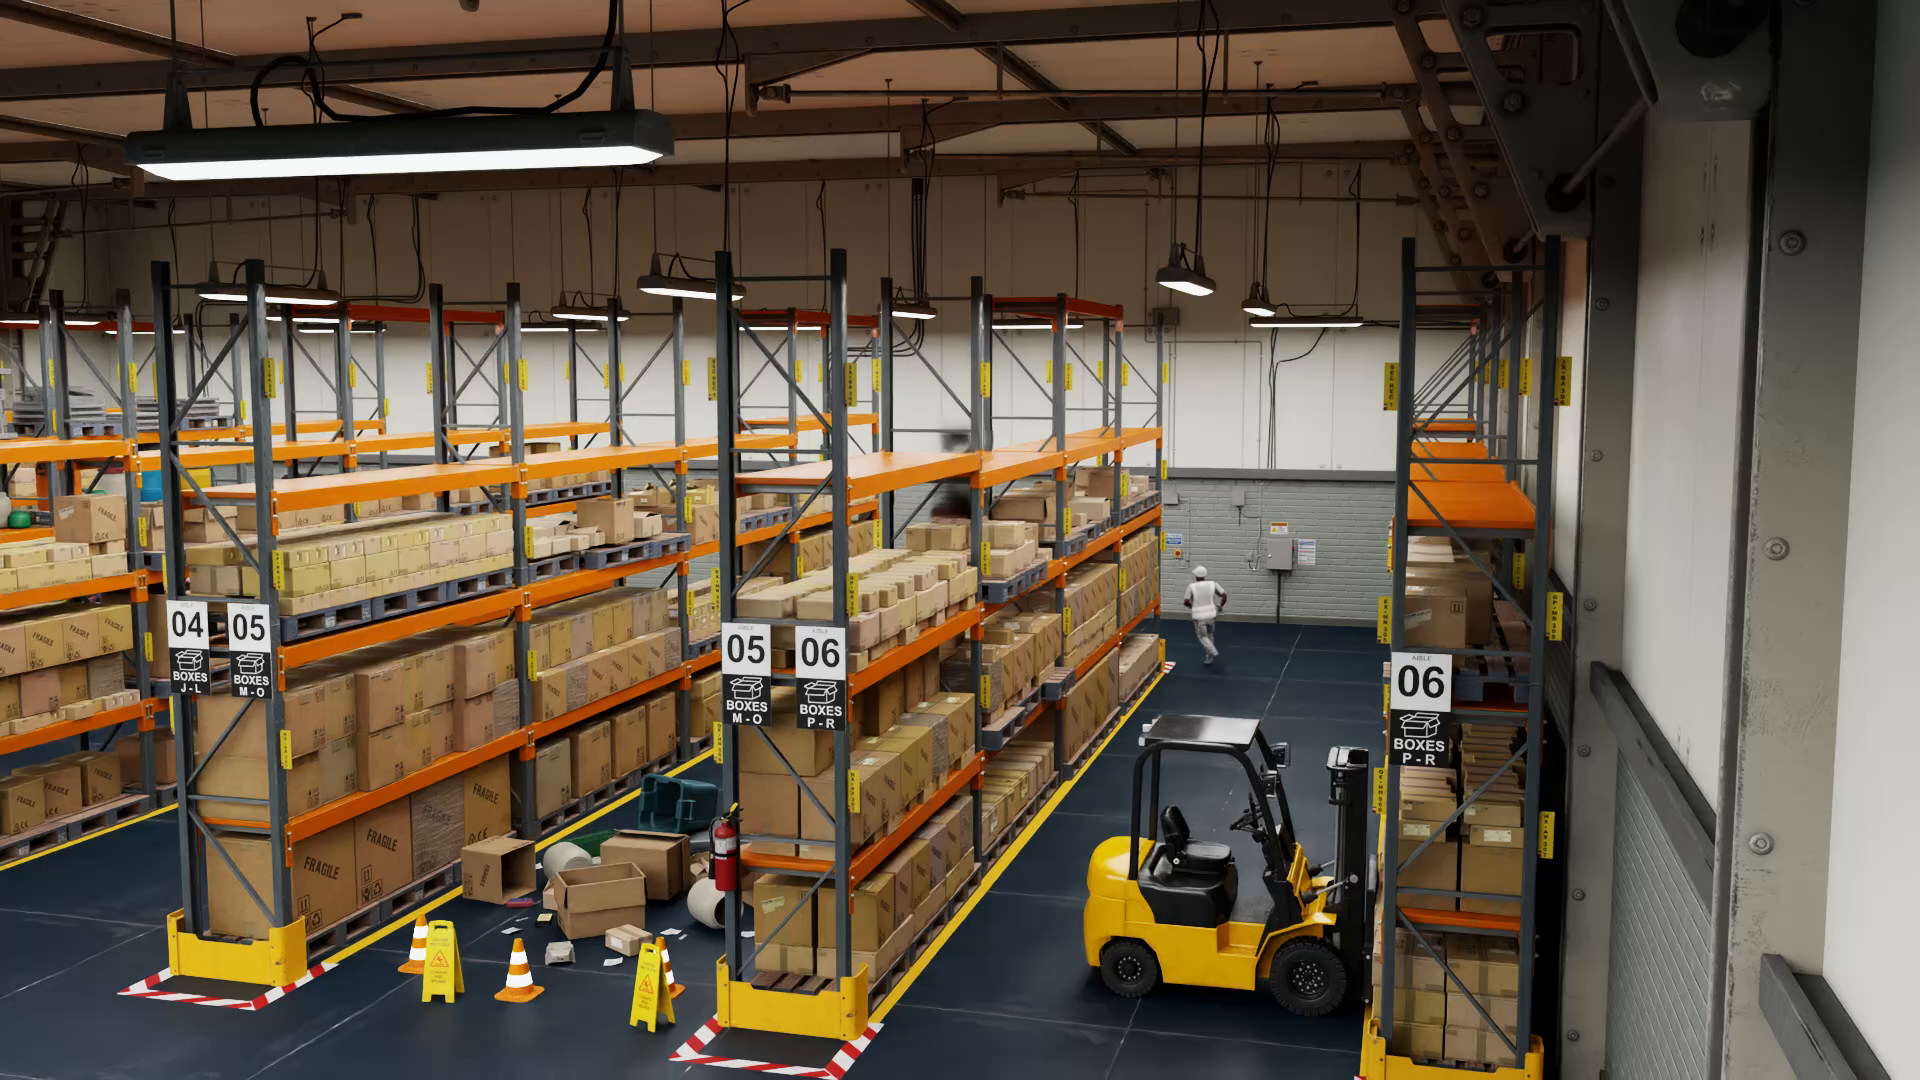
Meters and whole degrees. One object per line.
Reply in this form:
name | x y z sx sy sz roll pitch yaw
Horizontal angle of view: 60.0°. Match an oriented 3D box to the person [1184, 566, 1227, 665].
person | 4.150 1.329 28.279 0.735 1.771 0.844 -1 6 -10
